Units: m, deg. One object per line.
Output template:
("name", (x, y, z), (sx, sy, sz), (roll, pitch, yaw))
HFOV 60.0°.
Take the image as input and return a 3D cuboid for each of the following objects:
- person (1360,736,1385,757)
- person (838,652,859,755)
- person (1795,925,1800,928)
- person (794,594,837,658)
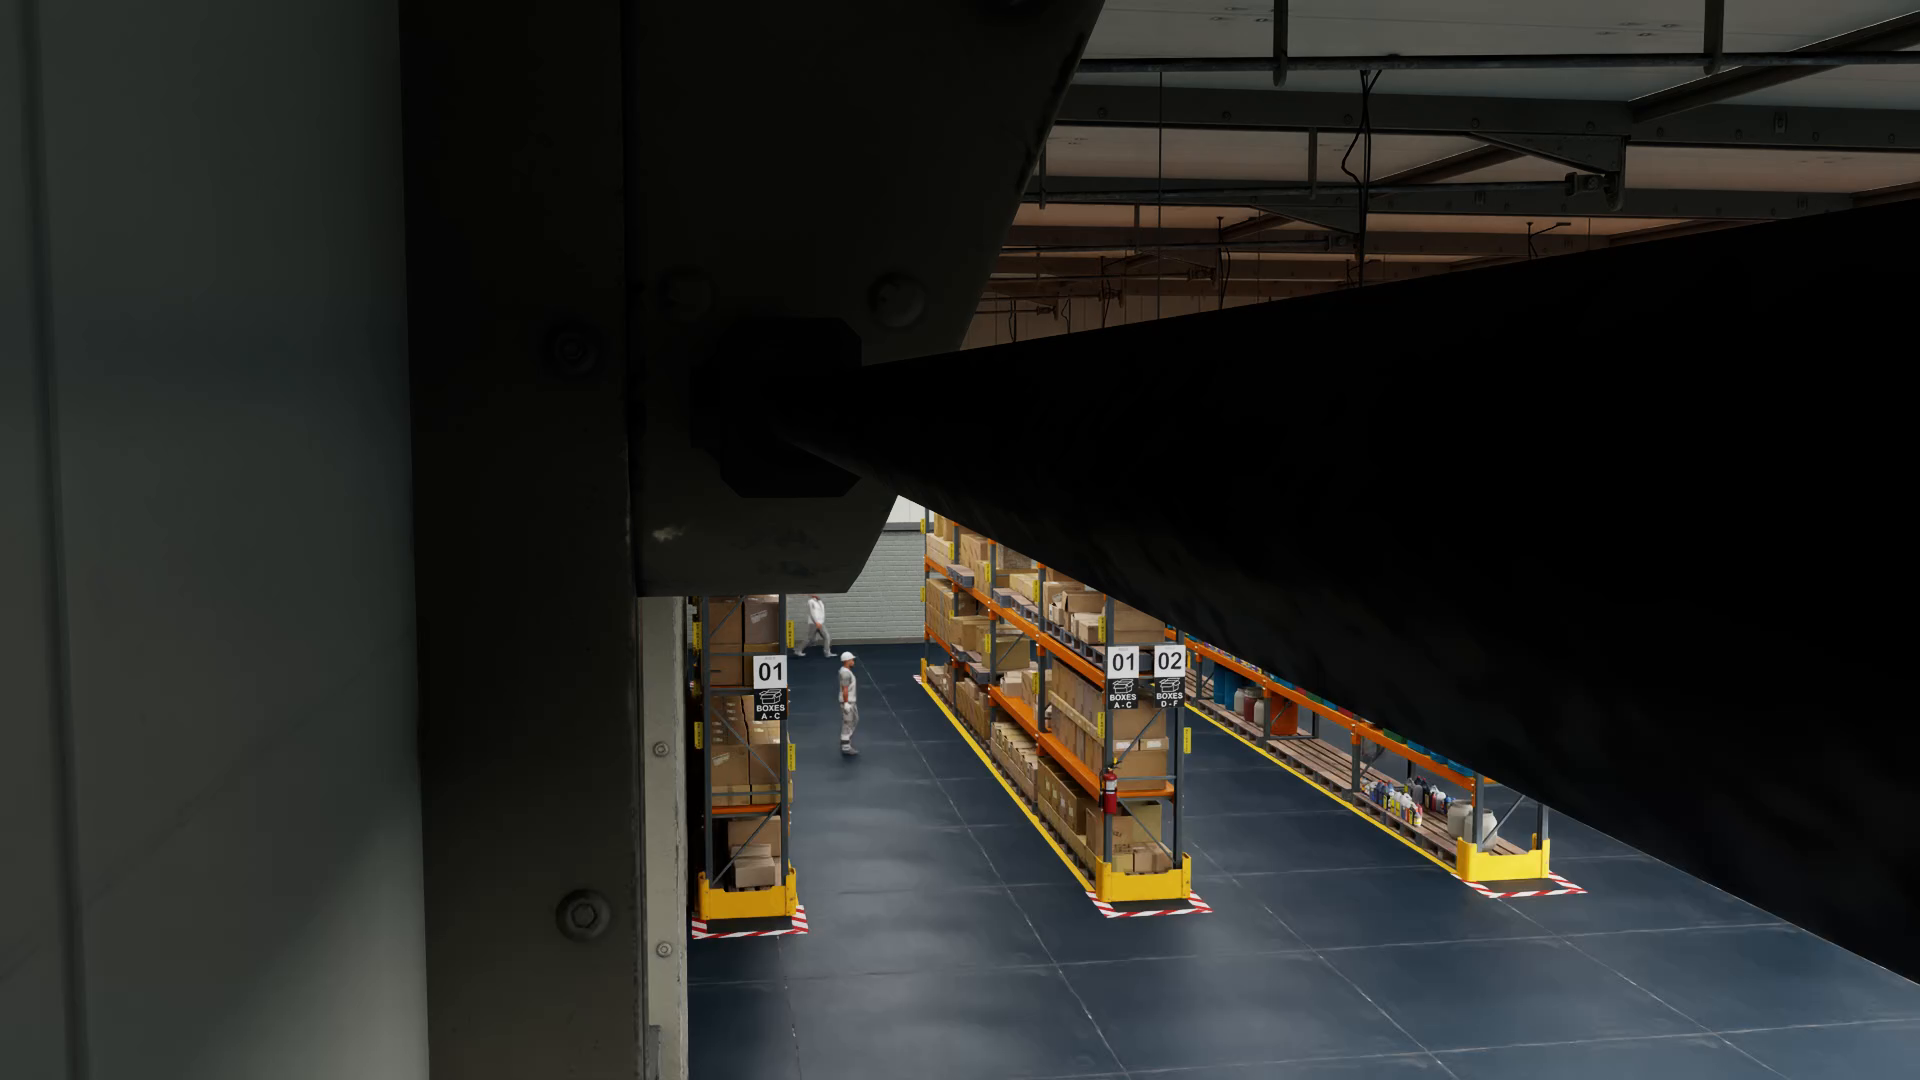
("person", (7.221, 2.981, 28.912), (0.501, 1.684, 0.514), (1, 5, 15))
("person", (-1.961, 2.879, 29.277), (0.361, 1.822, 0.611), (0, 5, -2))
("person", (10.184, 3.736, 19.589), (0.442, 1.805, 0.737), (-2, 5, -21))
("person", (-3.452, 1.983, 39.767), (1.012, 1.723, 0.617), (1, 5, 10))
